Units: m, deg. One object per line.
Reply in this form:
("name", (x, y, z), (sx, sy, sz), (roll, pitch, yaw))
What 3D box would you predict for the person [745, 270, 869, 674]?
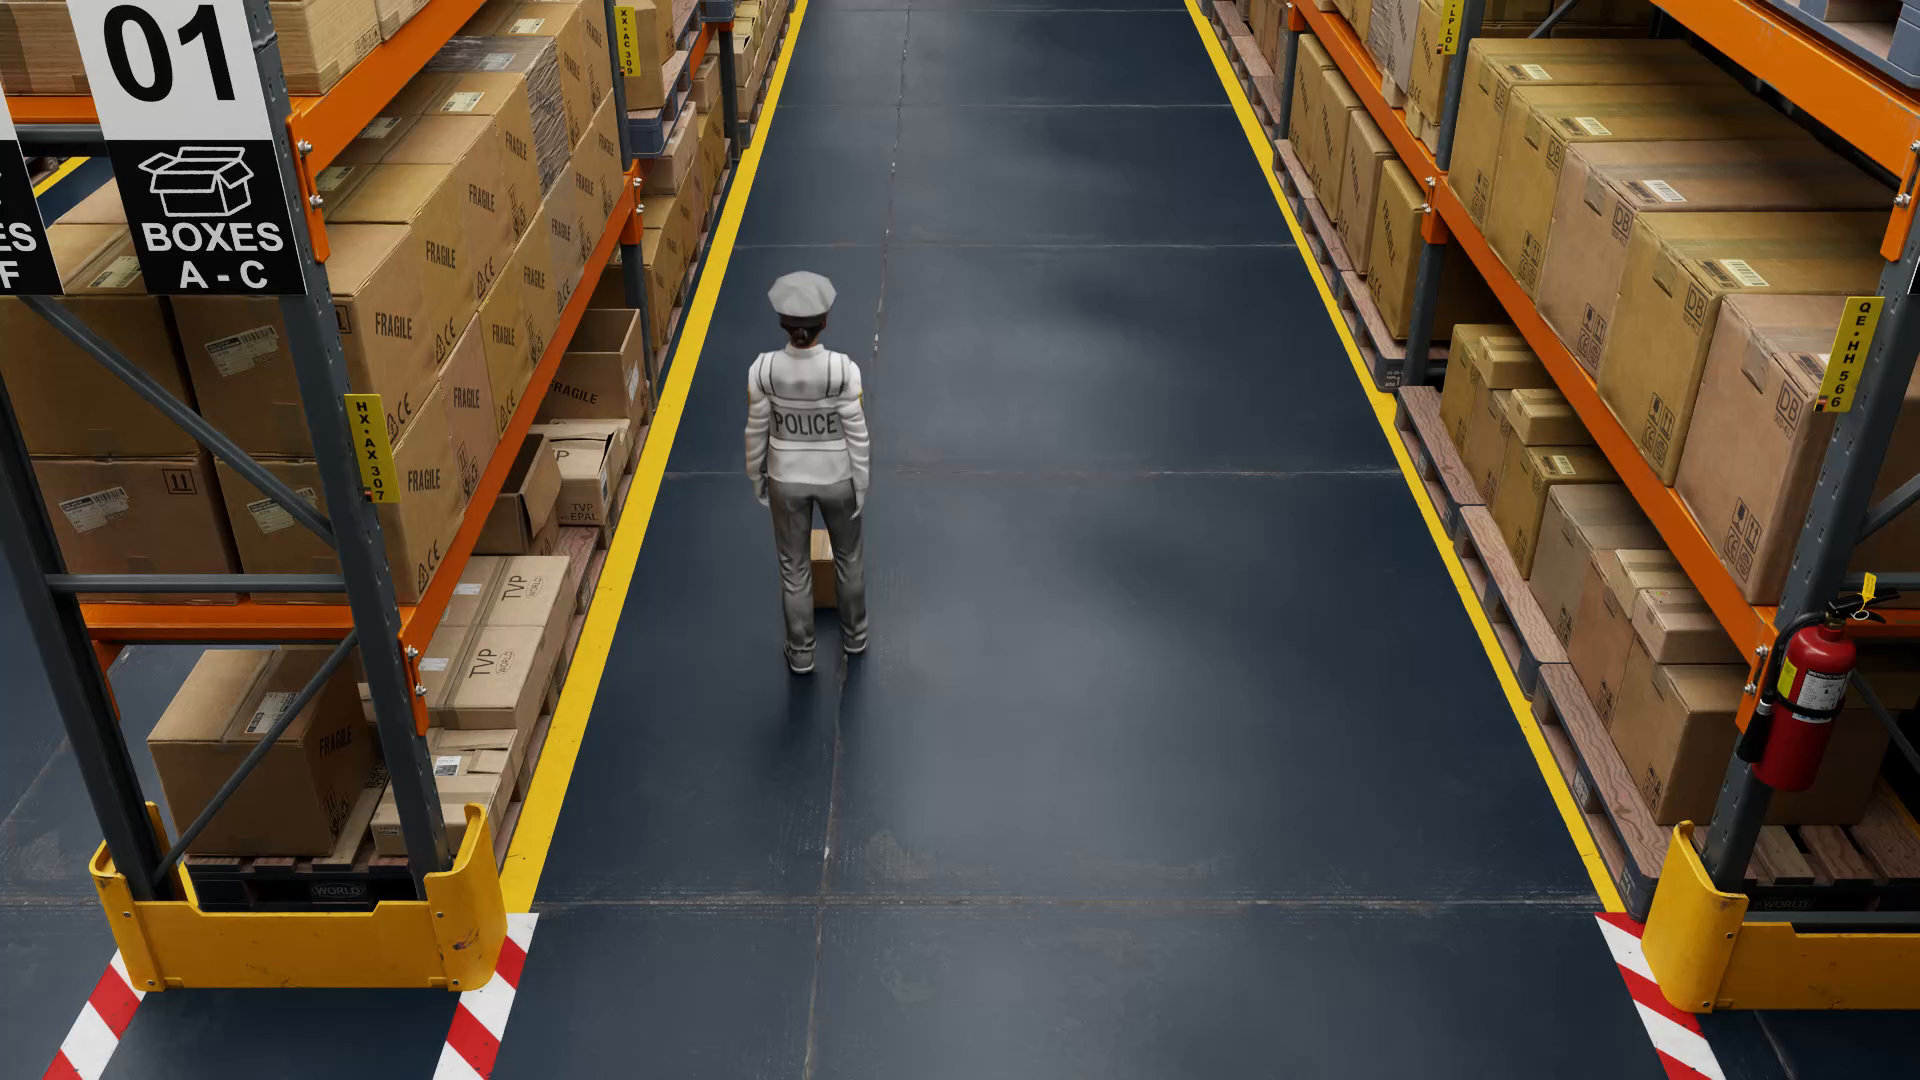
("person", (-0.593, -0.265, 6.545), (0.482, 1.679, 0.429), (-1, 32, -1))
